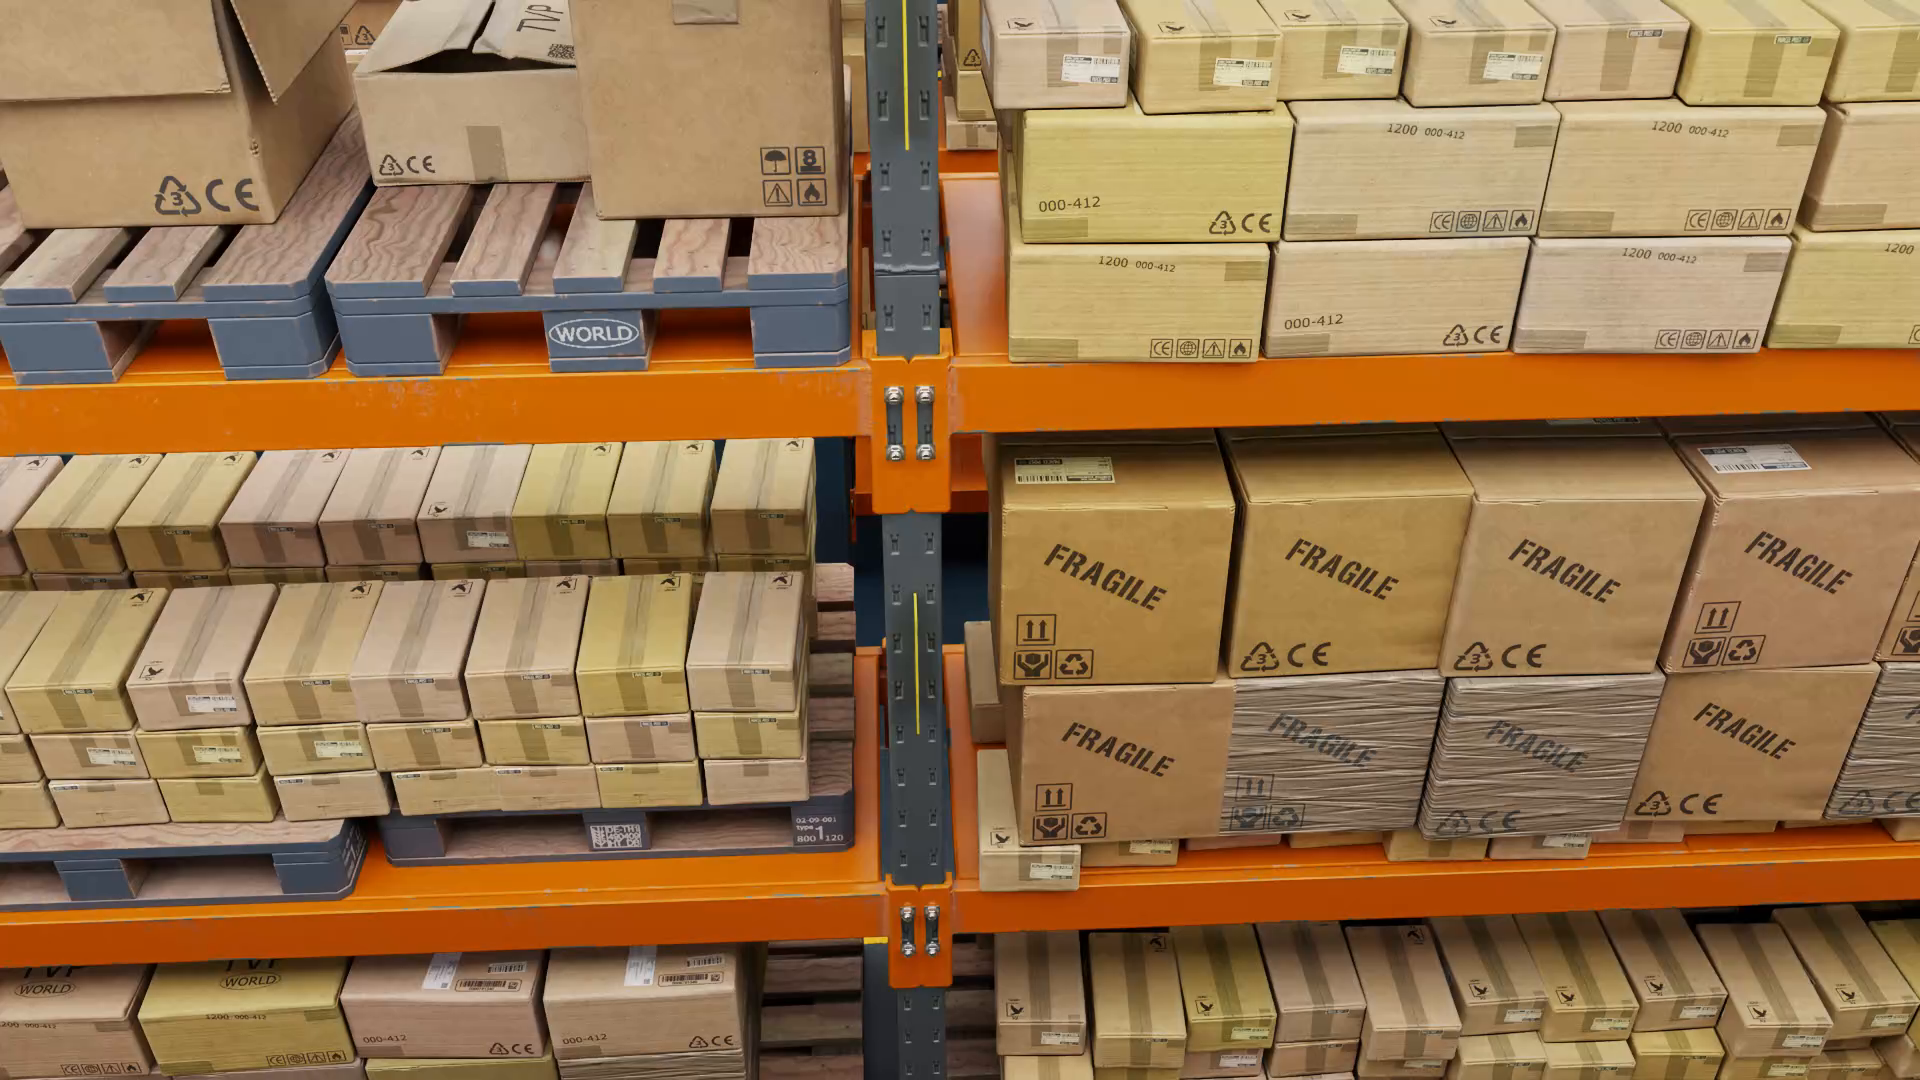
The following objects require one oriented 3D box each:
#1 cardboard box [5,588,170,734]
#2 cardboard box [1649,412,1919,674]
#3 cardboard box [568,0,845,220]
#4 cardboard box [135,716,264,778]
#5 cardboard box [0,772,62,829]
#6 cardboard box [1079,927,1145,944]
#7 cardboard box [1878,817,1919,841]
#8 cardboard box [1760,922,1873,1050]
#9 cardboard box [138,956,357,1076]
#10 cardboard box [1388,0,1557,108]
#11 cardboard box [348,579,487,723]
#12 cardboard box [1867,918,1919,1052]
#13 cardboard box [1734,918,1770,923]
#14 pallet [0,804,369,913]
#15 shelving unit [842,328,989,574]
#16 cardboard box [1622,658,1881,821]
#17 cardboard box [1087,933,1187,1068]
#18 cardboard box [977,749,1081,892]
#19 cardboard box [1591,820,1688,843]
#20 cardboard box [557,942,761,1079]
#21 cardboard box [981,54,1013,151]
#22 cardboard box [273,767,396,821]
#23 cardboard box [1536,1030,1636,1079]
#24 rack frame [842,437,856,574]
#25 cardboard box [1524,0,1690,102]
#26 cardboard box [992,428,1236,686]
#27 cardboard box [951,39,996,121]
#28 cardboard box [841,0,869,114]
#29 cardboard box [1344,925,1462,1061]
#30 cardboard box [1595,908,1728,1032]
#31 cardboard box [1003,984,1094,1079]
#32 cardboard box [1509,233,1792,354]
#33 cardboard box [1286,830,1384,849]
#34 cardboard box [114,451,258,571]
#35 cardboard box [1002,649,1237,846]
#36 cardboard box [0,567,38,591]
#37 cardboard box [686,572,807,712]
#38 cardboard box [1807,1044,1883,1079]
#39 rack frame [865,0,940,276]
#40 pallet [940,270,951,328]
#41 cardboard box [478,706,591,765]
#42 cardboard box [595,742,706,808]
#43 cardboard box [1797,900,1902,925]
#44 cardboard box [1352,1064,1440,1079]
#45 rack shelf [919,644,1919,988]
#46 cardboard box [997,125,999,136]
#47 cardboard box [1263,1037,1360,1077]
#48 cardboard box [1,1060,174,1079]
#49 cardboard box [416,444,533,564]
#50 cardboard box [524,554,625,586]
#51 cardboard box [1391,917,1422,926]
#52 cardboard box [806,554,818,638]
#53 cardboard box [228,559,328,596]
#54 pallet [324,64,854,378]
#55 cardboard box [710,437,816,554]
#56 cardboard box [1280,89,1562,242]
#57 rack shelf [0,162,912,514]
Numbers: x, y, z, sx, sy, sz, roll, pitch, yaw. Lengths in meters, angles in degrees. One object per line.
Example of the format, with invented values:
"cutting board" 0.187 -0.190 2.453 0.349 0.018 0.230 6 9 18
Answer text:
"cardboard box" -2.089 0.288 4.027 0.250 0.149 0.380 -2 35 -3
"cardboard box" 1.871 -0.042 3.947 0.500 0.500 0.500 -3 35 -4
"cardboard box" -0.510 -1.062 3.556 0.500 0.500 0.700 -1 35 -2
"cardboard box" -1.831 0.406 4.117 0.250 0.149 0.380 -1 35 -2
"cardboard box" -2.341 0.542 4.183 0.250 0.149 0.380 -1 35 -2
"cardboard box" 0.443 1.111 5.383 0.250 0.149 0.380 -3 35 -5
"cardboard box" 2.539 0.614 4.448 0.250 0.149 0.380 -3 35 -4
"cardboard box" 2.563 1.347 5.042 0.250 0.149 0.380 -2 35 -3
"cardboard box" -1.900 1.177 4.583 0.500 0.250 0.500 -3 35 -4
"cardboard box" 0.959 -0.982 3.240 0.250 0.149 0.380 -2 35 -4
"cardboard box" -1.307 0.266 4.059 0.250 0.149 0.380 -2 35 -2
"cardboard box" 2.846 1.296 4.854 0.250 0.149 0.380 -2 35 -3
"cardboard box" 2.565 1.170 5.559 0.250 0.149 0.380 -1 35 -2
"pallet" -2.146 0.547 4.492 1.213 0.211 1.003 -2 35 -2
"shelving unit" 0.007 -0.463 7.430 1.048 1.125 0.538 -2 35 -2
"cardboard box" 1.913 0.362 4.241 0.500 0.500 0.500 0 35 0
"cardboard box" 0.506 1.327 4.810 0.250 0.149 0.380 0 35 0
"cardboard box" 0.172 0.719 4.296 0.250 0.149 0.380 0 35 0
"cardboard box" 1.751 0.622 4.436 0.250 0.149 0.380 0 35 0
"cardboard box" -0.854 1.456 4.838 0.500 0.500 0.500 -2 35 -3
"cardboard box" 0.323 -1.097 3.756 0.500 0.250 0.500 -3 35 -4
"cardboard box" -1.550 0.522 4.212 0.250 0.149 0.380 -3 35 -4
"cardboard box" 1.789 1.439 4.909 0.250 0.149 0.380 -1 35 -2
"rack frame" -0.501 -0.449 7.410 0.032 1.125 0.500 -2 35 -2
"cardboard box" 1.216 -1.001 3.267 0.250 0.149 0.380 -3 35 -4
"cardboard box" 0.336 -0.011 3.902 0.500 0.500 0.500 -1 35 -1
"cardboard box" 0.222 -2.309 8.321 0.500 0.250 0.500 -2 35 -3
"cardboard box" -0.731 -2.556 8.719 0.500 0.500 0.500 -1 35 -2
"cardboard box" 1.273 1.312 4.832 0.250 0.149 0.380 -1 35 -1
"cardboard box" 2.050 1.250 4.921 0.250 0.149 0.380 -3 35 -4
"cardboard box" 0.251 1.487 4.840 0.250 0.149 0.380 0 35 0
"cardboard box" 1.370 -0.618 3.504 0.500 0.250 0.500 0 35 0
"cardboard box" 0.962 0.629 4.426 0.250 0.149 0.380 -3 35 -4
"cardboard box" -2.102 -0.083 4.563 0.250 0.149 0.380 -1 35 -1
"cardboard box" 0.380 0.404 4.181 0.500 0.500 0.500 -2 35 -3
"cardboard box" -2.622 0.053 4.628 0.250 0.149 0.380 -2 35 -3
"cardboard box" -0.518 0.245 4.089 0.250 0.149 0.380 0 35 0
"cardboard box" 2.587 1.499 5.085 0.250 0.149 0.380 -1 35 -2
"rack frame" -0.126 -2.029 2.775 0.127 3.000 1.000 -2 35 -2
"pallet" 0.503 -1.214 9.319 1.213 0.211 1.003 -2 35 -2
"cardboard box" -1.025 0.382 4.153 0.250 0.149 0.380 0 35 0
"cardboard box" -0.773 0.499 4.245 0.250 0.149 0.380 -1 35 -2
"cardboard box" 2.817 1.107 5.389 0.250 0.149 0.380 -1 35 -2
"cardboard box" 1.283 1.504 5.077 0.250 0.149 0.380 -3 35 -4
"rack shelf" 1.872 0.679 4.765 4.000 0.370 1.077 -2 35 -2
"cardboard box" 0.313 -2.107 8.380 0.250 0.149 0.380 -3 35 -4
"cardboard box" 1.011 1.396 4.971 0.250 0.149 0.380 -3 35 -5
"cardboard box" -2.389 1.494 4.782 0.500 0.500 0.500 -2 35 -3
"cardboard box" -1.325 -0.106 4.596 0.250 0.149 0.380 -2 35 -3
"cardboard box" -1.058 0.010 4.690 0.250 0.149 0.380 -1 35 -1
"cardboard box" 1.487 1.129 5.357 0.250 0.149 0.380 -3 35 -4
"cardboard box" -0.542 0.117 4.796 0.250 0.149 0.380 -3 35 -5
"cardboard box" -1.852 0.033 4.657 0.250 0.149 0.380 -2 35 -3
"pallet" -0.748 -0.763 3.745 1.003 0.211 1.213 -2 35 -2
"cardboard box" -0.542 -0.127 4.627 0.250 0.149 0.380 0 35 0
"cardboard box" 0.864 -0.827 3.366 0.500 0.250 0.500 -2 35 -2
"rack shelf" -2.124 -0.446 3.755 4.000 0.370 1.077 -2 35 -2
